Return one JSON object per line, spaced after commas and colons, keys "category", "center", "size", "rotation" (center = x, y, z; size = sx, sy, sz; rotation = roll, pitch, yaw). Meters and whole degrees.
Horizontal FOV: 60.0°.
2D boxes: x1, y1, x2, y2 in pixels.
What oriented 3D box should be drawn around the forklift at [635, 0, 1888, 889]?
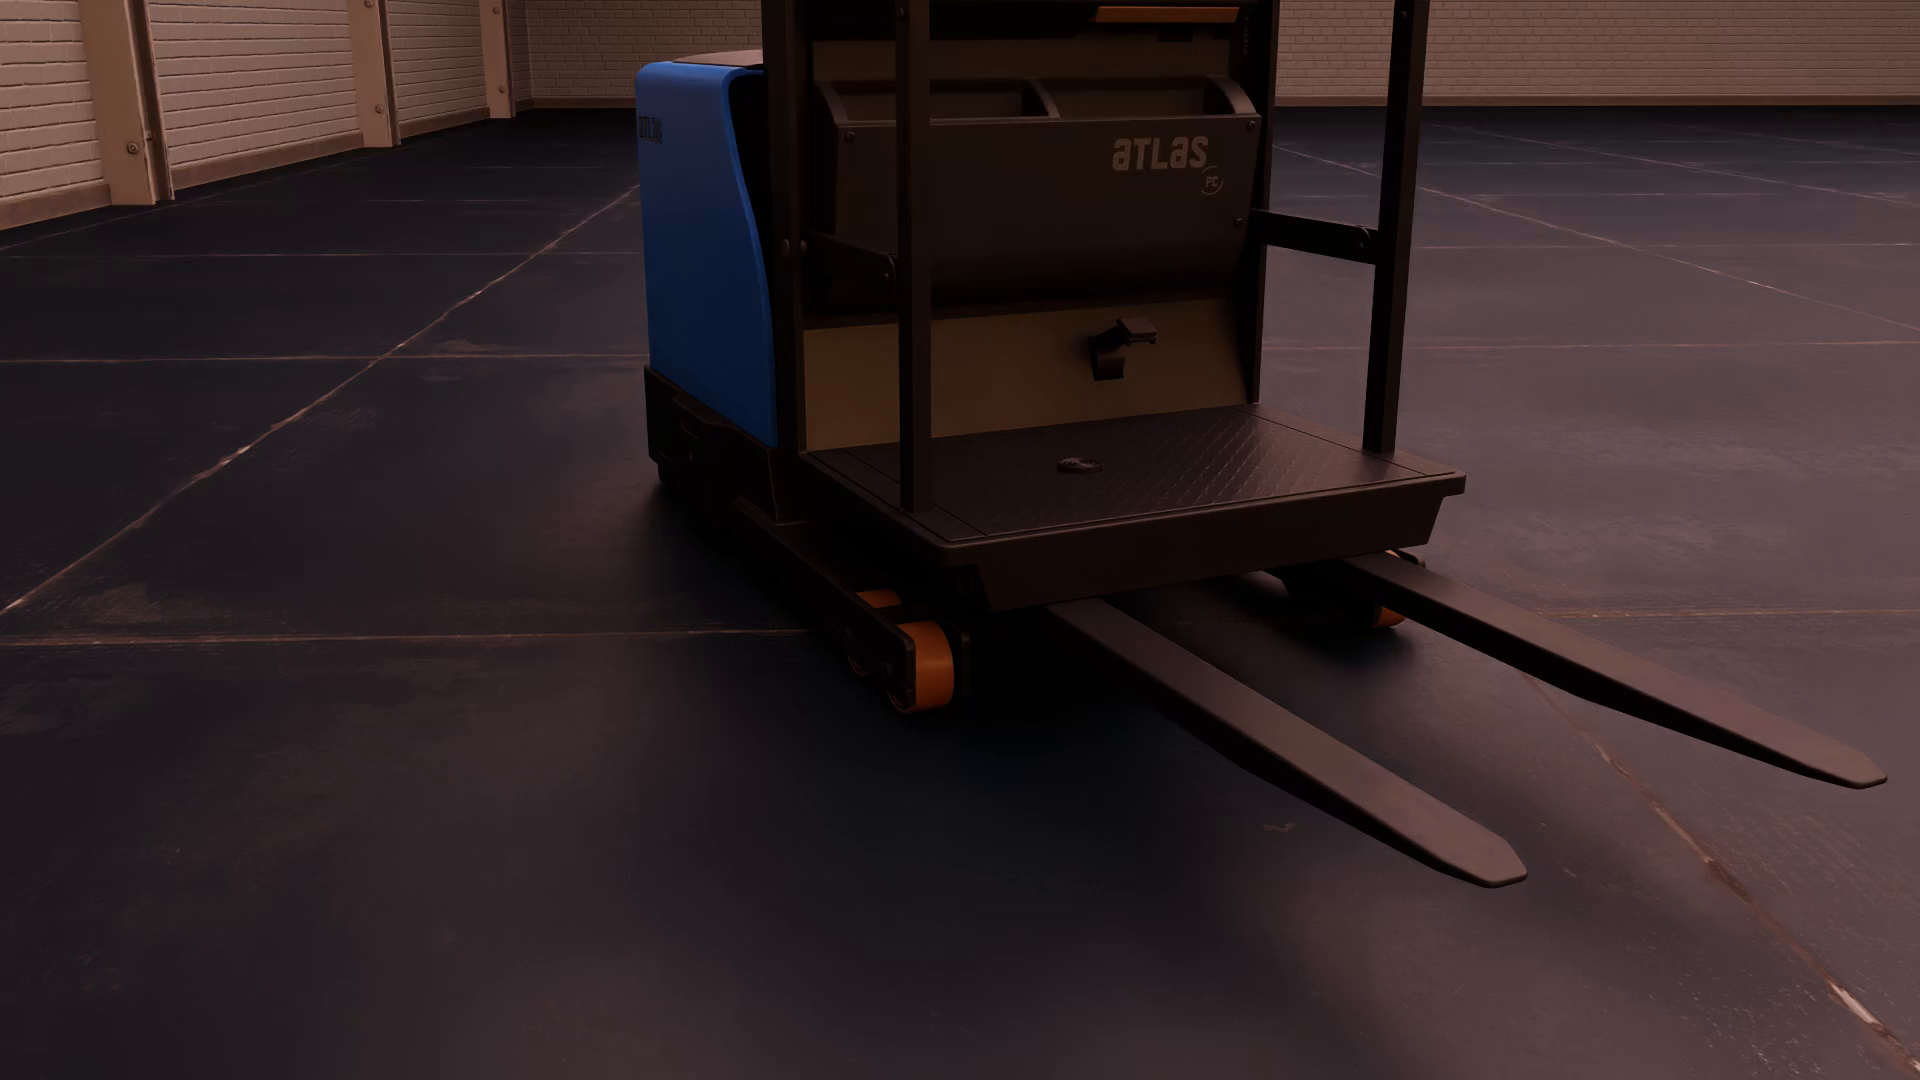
{"category": "forklift", "center": [0.258, -1.240, 2.962], "size": [1.130, 2.935, 3.031], "rotation": [-8, 19, -24]}
